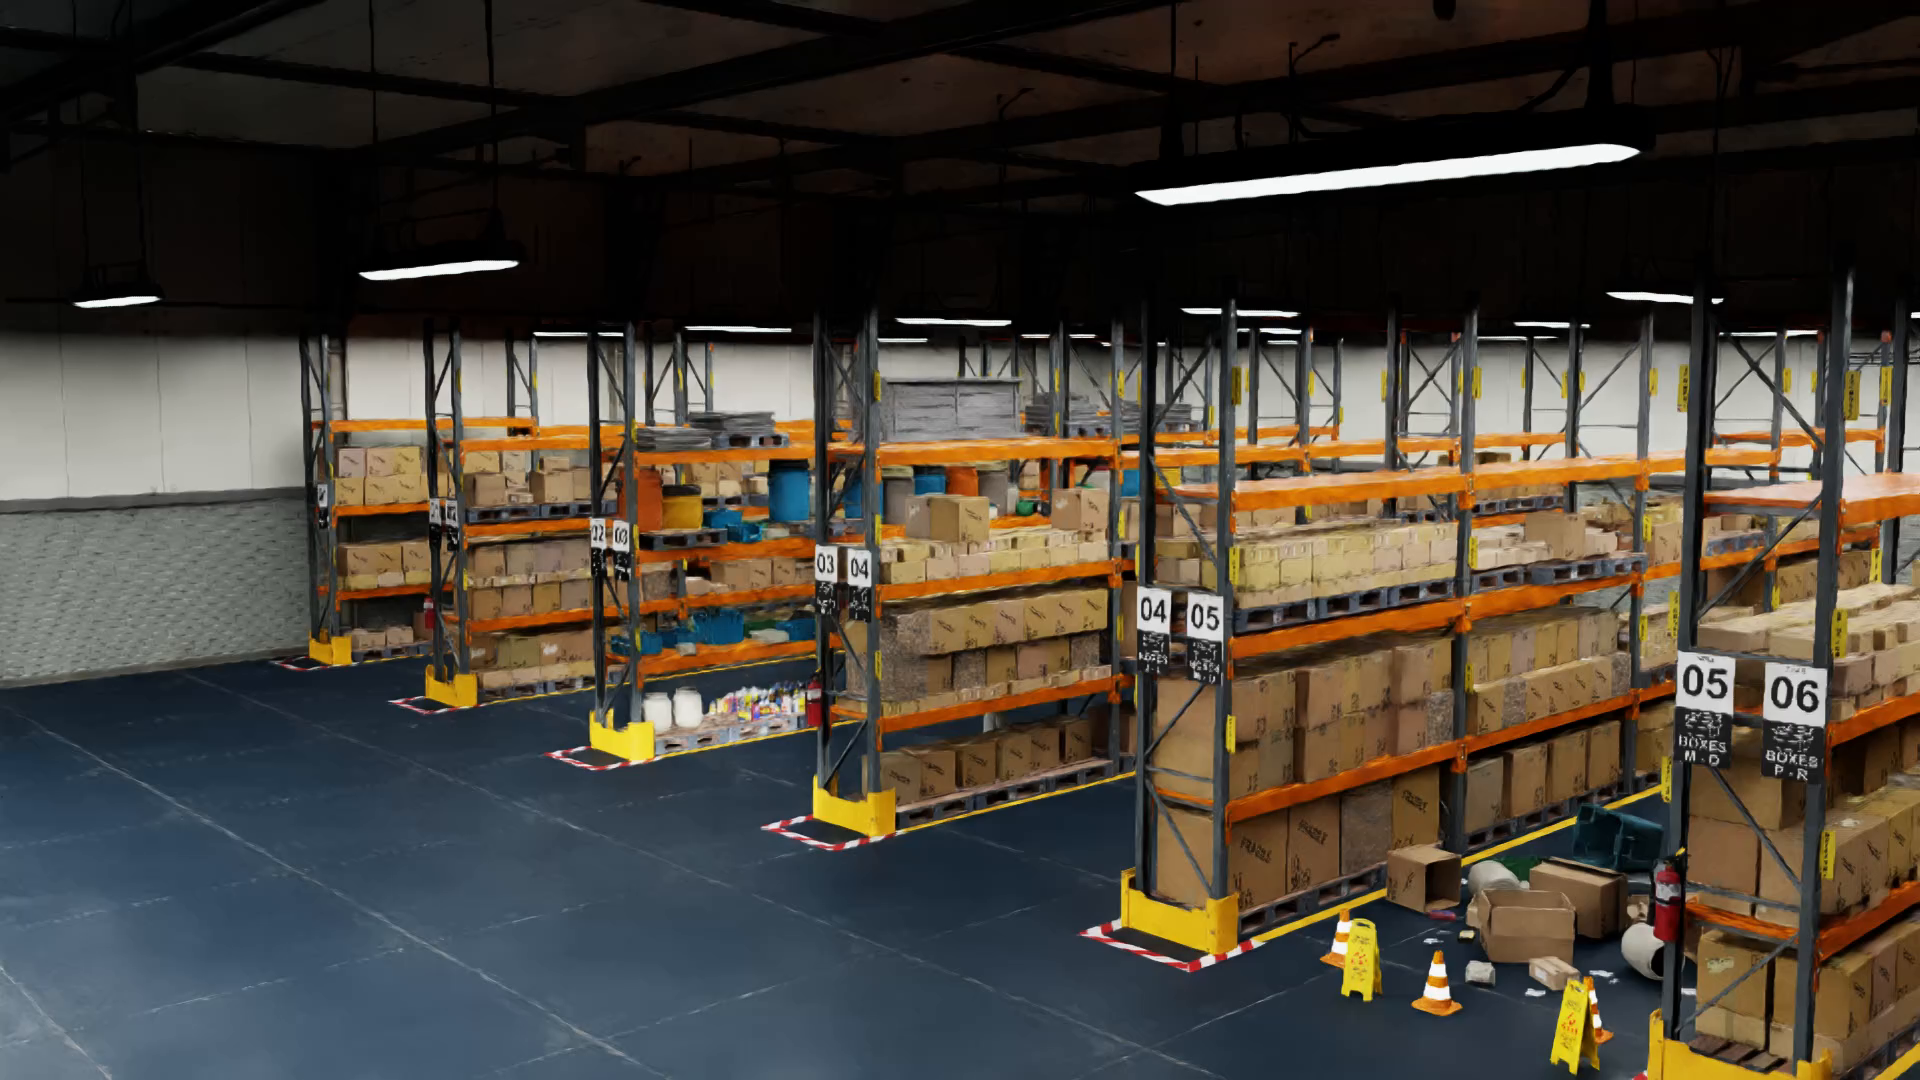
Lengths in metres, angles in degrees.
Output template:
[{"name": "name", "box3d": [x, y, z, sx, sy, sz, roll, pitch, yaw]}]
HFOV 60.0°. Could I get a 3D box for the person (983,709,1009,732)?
[{"name": "person", "box3d": [0.554, 1.959, 22.999, 0.476, 1.758, 0.593, 2, 6, 16]}]
